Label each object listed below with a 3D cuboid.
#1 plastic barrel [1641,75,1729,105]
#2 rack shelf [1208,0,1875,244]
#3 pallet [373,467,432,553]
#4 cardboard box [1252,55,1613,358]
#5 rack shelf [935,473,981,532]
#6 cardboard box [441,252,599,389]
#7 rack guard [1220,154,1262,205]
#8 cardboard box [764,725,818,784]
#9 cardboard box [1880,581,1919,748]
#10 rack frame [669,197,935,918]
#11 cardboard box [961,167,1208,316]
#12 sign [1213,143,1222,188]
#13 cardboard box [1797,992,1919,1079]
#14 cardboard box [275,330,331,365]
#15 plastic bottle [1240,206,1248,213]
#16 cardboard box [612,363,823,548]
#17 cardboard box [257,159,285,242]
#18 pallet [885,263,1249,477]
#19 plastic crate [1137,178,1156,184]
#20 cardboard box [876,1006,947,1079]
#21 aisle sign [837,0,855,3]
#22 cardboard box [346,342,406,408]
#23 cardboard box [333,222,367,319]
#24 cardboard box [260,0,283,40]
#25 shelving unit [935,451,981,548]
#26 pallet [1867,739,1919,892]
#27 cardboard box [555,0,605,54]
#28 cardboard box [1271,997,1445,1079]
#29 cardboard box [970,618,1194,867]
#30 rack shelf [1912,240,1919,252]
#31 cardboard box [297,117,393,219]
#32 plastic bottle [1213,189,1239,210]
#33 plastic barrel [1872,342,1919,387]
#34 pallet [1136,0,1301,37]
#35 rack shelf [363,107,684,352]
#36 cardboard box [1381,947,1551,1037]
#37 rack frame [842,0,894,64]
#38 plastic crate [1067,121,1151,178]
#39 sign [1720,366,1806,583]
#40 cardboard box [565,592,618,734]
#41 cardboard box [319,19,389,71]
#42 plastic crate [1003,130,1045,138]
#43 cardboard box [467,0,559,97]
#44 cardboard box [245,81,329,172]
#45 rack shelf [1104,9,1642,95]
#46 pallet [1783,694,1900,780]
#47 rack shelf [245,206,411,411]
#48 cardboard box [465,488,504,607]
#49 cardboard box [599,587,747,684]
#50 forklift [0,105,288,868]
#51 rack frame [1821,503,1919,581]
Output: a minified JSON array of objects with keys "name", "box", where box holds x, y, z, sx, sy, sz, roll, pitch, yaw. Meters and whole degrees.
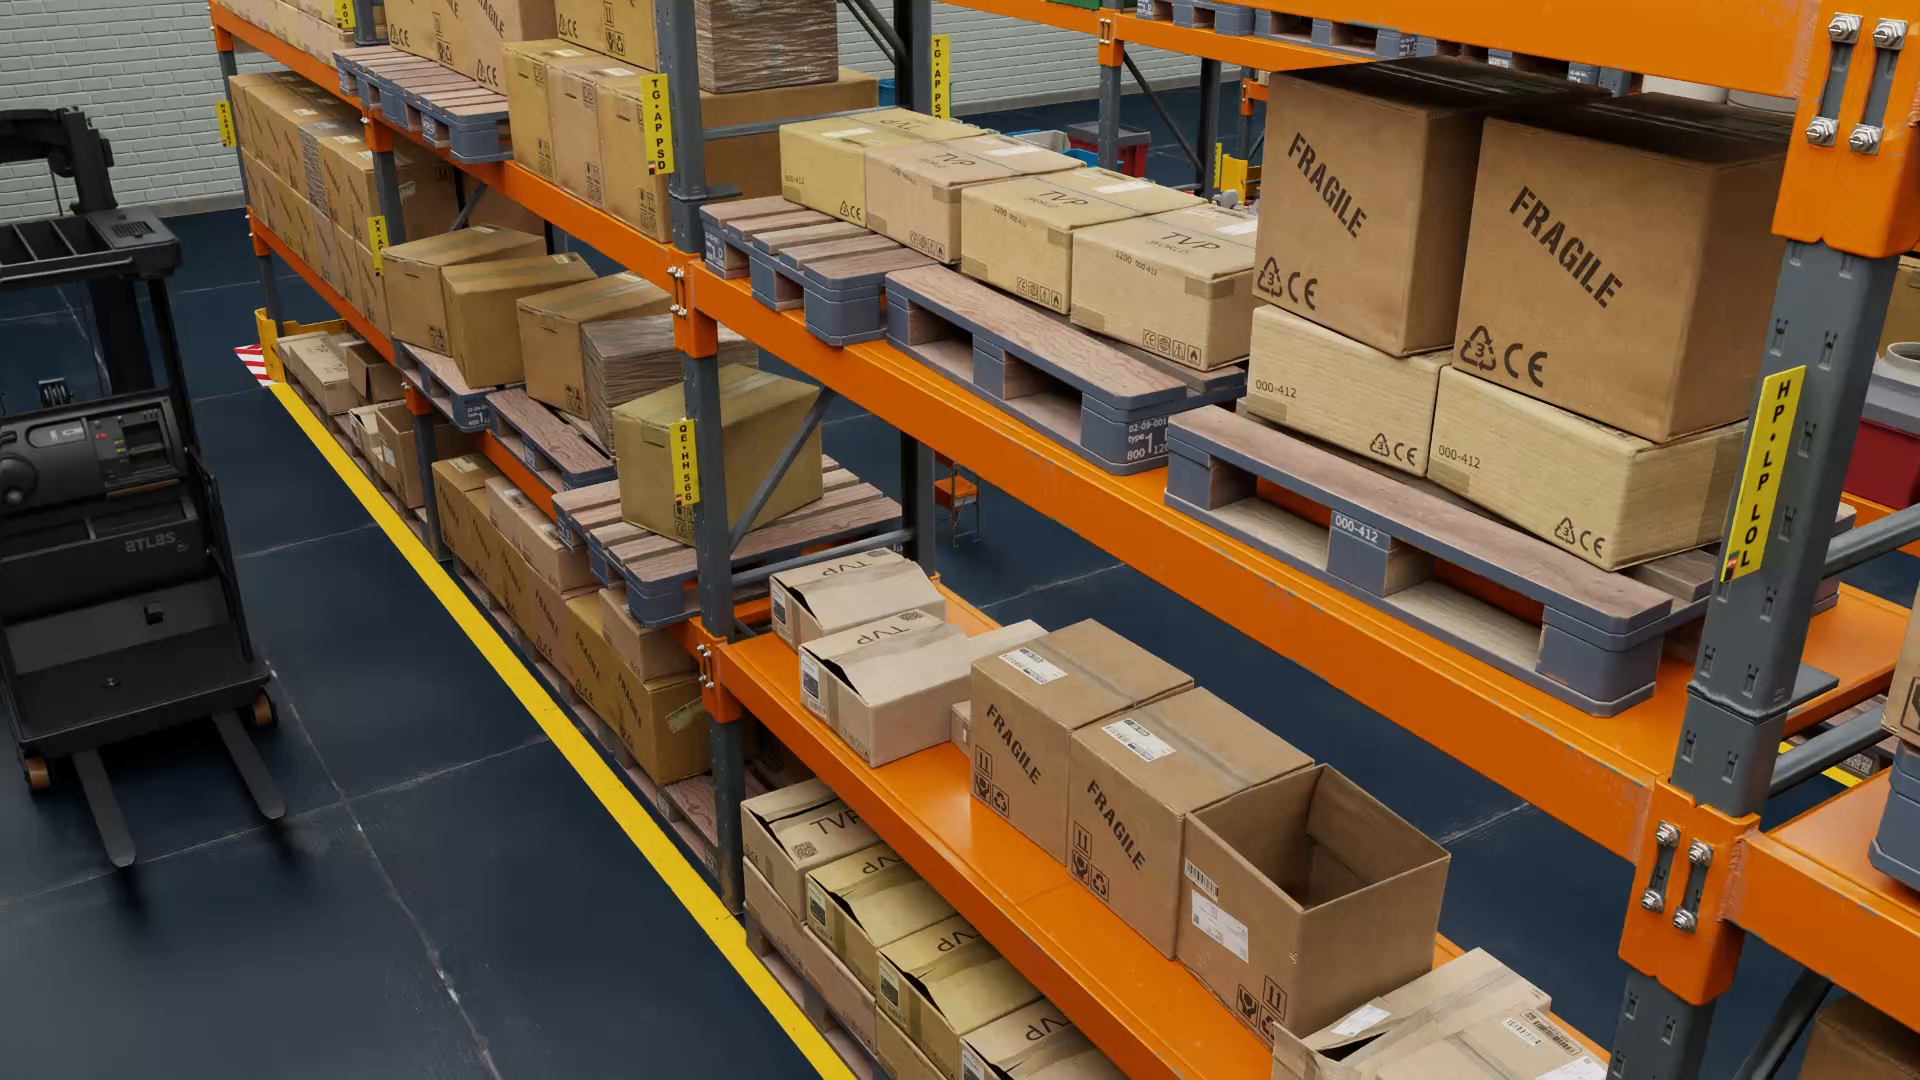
[{"name":"plastic barrel","box":[3.514,-2.300,7.963,0.421,0.512,0.421,0,25,0]},{"name":"rack shelf","box":[0.541,-1.414,4.014,1.077,0.370,4.000,-16,29,-30]},{"name":"pallet","box":[-3.109,-0.338,10.718,1.003,0.211,1.213,-16,29,-30]},{"name":"cardboard box","box":[0.998,-0.737,3.590,0.500,0.500,0.500,-13,28,-25]},{"name":"rack shelf","box":[-0.029,-0.233,10.190,0.215,0.259,0.240,-16,29,-30]},{"name":"cardboard box","box":[-2.235,-1.135,8.532,0.700,0.500,0.500,-11,27,-21]},{"name":"rack guard","box":[3.370,-3.969,18.072,1.175,0.500,0.348,-16,29,-30]},{"name":"cardboard box","box":[-0.560,0.780,7.497,0.500,0.500,0.500,-14,29,-27]},{"name":"cardboard box","box":[1.686,0.095,2.248,0.500,0.500,0.500,-13,28,-25]},{"name":"rack frame","box":[-0.551,0.078,6.572,1.000,3.000,0.127,-16,29,-30]},{"name":"cardboard box","box":[0.348,-0.861,4.730,0.500,0.250,0.500,-16,30,-31]},{"name":"sign","box":[1.879,-2.759,12.256,0.100,0.325,0.005,-16,29,-30]},{"name":"cardboard box","box":[1.880,1.034,2.910,0.700,0.500,0.500,-15,29,-29]},{"name":"cardboard box","box":[-4.978,-1.464,12.661,0.380,0.149,0.250,-16,29,-30]},{"name":"plastic bottle","box":[2.011,-2.253,11.743,0.097,0.201,0.097,0,25,0]},{"name":"cardboard box","box":[-0.990,-0.356,6.882,0.500,0.500,0.700,18,31,33]},{"name":"cardboard box","box":[-4.611,-2.425,11.757,0.500,0.500,0.500,-16,30,-30]},{"name":"pallet","box":[0.507,-0.572,4.656,1.003,0.211,1.213,-14,29,-27]},{"name":"plastic crate","box":[1.283,-2.614,12.511,0.396,0.136,0.243,-16,29,-30]},{"name":"cardboard box","box":[0.053,1.751,5.756,0.500,0.250,0.500,-16,30,-31]},{"name":"aisle sign","box":[-1.054,-5.069,14.428,0.394,0.787,0.004,-16,29,-30]},{"name":"cardboard box","box":[-3.765,-1.094,11.462,0.797,0.503,0.637,-16,29,-30]},{"name":"cardboard box","box":[-3.505,-1.701,10.223,0.500,0.500,0.500,-15,29,-28]},{"name":"cardboard box","box":[-4.036,-3.292,10.371,0.500,0.250,0.500,-16,29,-30]},{"name":"shelving unit","box":[-0.029,-0.494,10.066,0.215,1.050,0.252,-16,29,-30]},{"name":"pallet","box":[2.120,0.491,2.286,1.003,0.211,1.213,-16,29,-30]},{"name":"cardboard box","box":[-1.341,-2.298,6.803,0.500,0.500,0.500,-16,29,-30]},{"name":"cardboard box","box":[0.998,1.298,4.145,0.396,0.266,0.258,-16,30,-31]},{"name":"cardboard box","box":[0.378,0.629,5.287,0.500,0.500,0.500,-17,30,-32]},{"name":"rack shelf","box":[6.659,-2.620,13.128,1.077,0.370,4.000,-16,29,-30]},{"name":"cardboard box","box":[-3.785,-2.334,10.392,0.500,0.500,0.500,-15,29,-29]},{"name":"plastic bottle","box":[1.903,-2.384,11.932,0.152,0.276,0.135,-16,29,-30]},{"name":"plastic barrel","box":[4.571,-0.657,7.997,0.421,0.512,0.421,0,25,0]},{"name":"pallet","box":[1.927,-3.519,10.899,1.213,0.211,1.003,-16,29,-30]},{"name":"rack shelf","box":[-1.643,-1.669,7.600,1.077,0.370,4.000,-16,29,-30]},{"name":"cardboard box","box":[1.320,1.257,4.367,0.380,0.149,0.250,-16,29,-30]},{"name":"rack frame","box":[-0.766,-3.937,15.075,1.000,3.000,0.127,-16,29,-30]},{"name":"plastic crate","box":[1.140,-2.940,12.818,0.402,0.464,0.583,-16,29,-30]},{"name":"sign","box":[1.183,-0.094,2.448,0.100,0.325,0.005,-16,29,-30]},{"name":"cardboard box","box":[-1.541,0.544,7.996,0.500,0.500,0.500,-17,30,-31]},{"name":"cardboard box","box":[-3.223,-2.754,9.231,0.500,0.250,0.500,-16,29,-30]},{"name":"plastic crate","box":[0.570,-3.213,13.669,0.416,0.233,0.300,-16,29,-30]},{"name":"cardboard box","box":[-1.791,-2.316,7.402,0.600,0.600,0.600,-17,30,-32]},{"name":"cardboard box","box":[-4.605,-2.876,11.539,0.500,0.500,0.500,-15,29,-29]},{"name":"rack shelf","box":[2.509,-2.822,10.043,1.077,0.370,4.000,-16,29,-30]},{"name":"pallet","box":[4.653,0.908,8.080,1.003,0.211,1.213,-16,29,-30]},{"name":"rack shelf","box":[-3.827,-1.743,11.271,1.077,0.370,4.000,-16,29,-30]},{"name":"cardboard box","box":[-2.374,-0.004,9.156,0.500,0.500,0.500,-15,29,-29]},{"name":"cardboard box","box":[-1.293,0.371,7.484,0.500,0.250,0.500,-14,29,-28]},{"name":"forklift","box":[-4.048,-0.386,7.634,1.130,2.935,3.031,-16,30,-31]},{"name":"rack frame","box":[1.630,-1.204,2.259,0.949,2.616,0.053,-16,29,-30]}]
